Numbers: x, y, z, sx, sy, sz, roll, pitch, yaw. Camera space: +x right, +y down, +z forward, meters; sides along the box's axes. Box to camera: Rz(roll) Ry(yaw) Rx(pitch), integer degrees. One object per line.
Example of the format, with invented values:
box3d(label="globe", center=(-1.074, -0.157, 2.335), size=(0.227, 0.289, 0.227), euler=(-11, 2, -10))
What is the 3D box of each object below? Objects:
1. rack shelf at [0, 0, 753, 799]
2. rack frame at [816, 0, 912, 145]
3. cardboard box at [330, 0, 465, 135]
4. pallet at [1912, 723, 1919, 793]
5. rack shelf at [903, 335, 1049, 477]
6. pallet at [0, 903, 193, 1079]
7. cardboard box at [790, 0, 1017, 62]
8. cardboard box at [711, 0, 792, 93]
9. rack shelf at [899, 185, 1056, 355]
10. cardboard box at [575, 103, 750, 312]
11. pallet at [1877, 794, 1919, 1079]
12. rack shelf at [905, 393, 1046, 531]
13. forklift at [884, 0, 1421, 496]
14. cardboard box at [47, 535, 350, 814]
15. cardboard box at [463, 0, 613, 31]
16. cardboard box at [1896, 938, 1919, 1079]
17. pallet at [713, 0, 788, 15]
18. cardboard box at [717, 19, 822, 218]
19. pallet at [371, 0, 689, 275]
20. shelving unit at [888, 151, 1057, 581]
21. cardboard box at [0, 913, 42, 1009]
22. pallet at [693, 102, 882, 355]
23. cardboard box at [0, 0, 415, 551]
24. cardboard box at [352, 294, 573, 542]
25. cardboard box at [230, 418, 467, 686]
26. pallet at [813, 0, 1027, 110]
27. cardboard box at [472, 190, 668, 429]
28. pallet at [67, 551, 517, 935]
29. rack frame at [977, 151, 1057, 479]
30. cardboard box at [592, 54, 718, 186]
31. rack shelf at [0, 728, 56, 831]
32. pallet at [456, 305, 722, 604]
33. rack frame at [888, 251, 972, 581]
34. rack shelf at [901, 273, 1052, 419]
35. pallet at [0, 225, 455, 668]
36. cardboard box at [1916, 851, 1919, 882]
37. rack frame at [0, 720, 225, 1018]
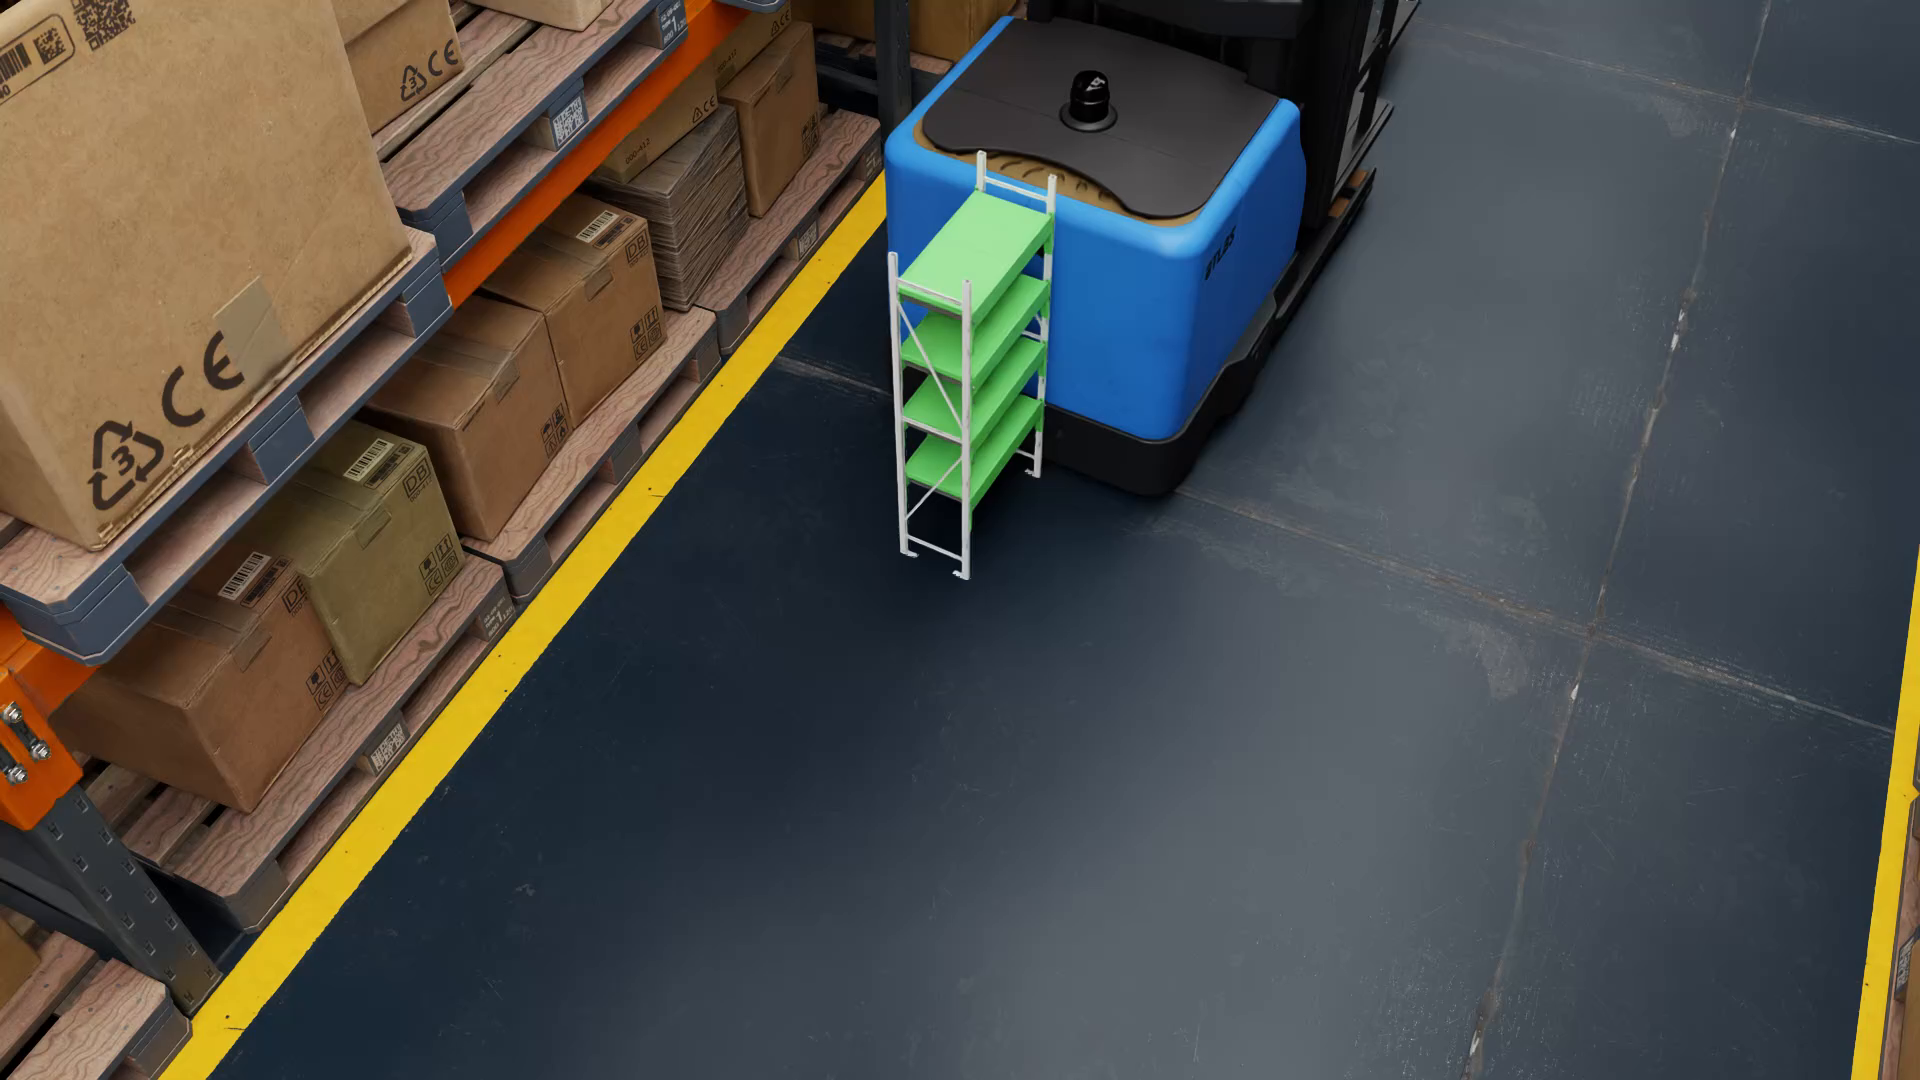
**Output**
box3d(label="rack shelf", center=(-1.520, -1.109, 4.697), size=(1.077, 0.370, 4.000), euler=(20, 52, 16))
box3d(label="rack frame", center=(-0.666, -2.719, 5.594), size=(1.000, 3.000, 0.127), euler=(20, 52, 16))
box3d(label="cardboard box", center=(-1.718, -1.358, 4.093), size=(0.797, 0.503, 0.637), euler=(25, 54, 20))
box3d(label="pallet", center=(3.370, 0.386, 4.783), size=(1.003, 0.211, 1.213), euler=(20, 52, 16))
box3d(label="rack shelf", center=(0.039, -0.433, 4.915), size=(0.258, 0.148, 0.480), euler=(23, 53, 18))
box3d(label="pallet", center=(-2.630, 1.413, 3.909), size=(1.003, 0.211, 1.213), euler=(20, 52, 16))
box3d(label="cardboard box", center=(-0.352, -2.635, 6.642), size=(1.225, 0.875, 0.875), euler=(18, 52, 14))
box3d(label="cardboard box", center=(-0.925, -1.824, 5.692), size=(0.500, 0.250, 0.500), euler=(22, 53, 18))
box3d(label="rack shelf", center=(0.039, -0.744, 4.549), size=(0.258, 0.148, 0.480), euler=(23, 53, 18))
box3d(label="cardboard box", center=(-1.160, -1.198, 5.652), size=(0.700, 0.500, 0.500), euler=(16, 51, 13))
box3d(label="pallet", center=(2.848, 1.223, 4.071), size=(1.003, 0.211, 1.213), euler=(20, 52, 16))
box3d(label="rack shelf", center=(0.039, -0.277, 5.097), size=(0.258, 0.148, 0.480), euler=(23, 53, 18))
box3d(label="forklift", center=(0.910, -2.218, 5.213), size=(1.130, 2.935, 3.031), euler=(23, 53, 18))
box3d(label="cardboard box", center=(-2.093, 0.287, 4.389), size=(0.700, 0.500, 0.500), euler=(16, 52, 13))
box3d(label="cardboard box", center=(-1.134, -1.576, 4.434), size=(0.396, 0.266, 0.258), euler=(18, 52, 15))
box3d(label="cardboard box", center=(2.666, 1.192, 3.468), size=(1.050, 0.750, 0.750), euler=(20, 52, 16))
box3d(label="pallet", center=(-0.874, -2.132, 5.220), size=(1.213, 0.211, 1.003), euler=(20, 52, 16))
box3d(label="cardboard box", center=(-0.934, -1.584, 5.981), size=(0.700, 0.500, 0.500), euler=(17, 52, 14))
box3d(label="pallet", center=(-1.475, -1.281, 4.496), size=(1.003, 0.211, 1.213), euler=(20, 52, 16))
box3d(label="shelving unit", center=(0.039, -0.474, 4.866), size=(0.258, 1.200, 0.503), euler=(23, 53, 18))
box3d(label="cardboard box", center=(-2.582, 0.971, 3.819), size=(0.500, 0.500, 0.500), euler=(18, 52, 15))
box3d(label="pallet", center=(-1.001, -1.278, 6.199), size=(1.003, 0.211, 1.213), euler=(20, 52, 16))
box3d(label="cardboard box", center=(-1.909, -0.797, 3.289), size=(1.000, 1.000, 1.000), euler=(20, 53, 16))
box3d(label="cardboard box", center=(-1.634, -0.421, 4.991), size=(0.700, 0.500, 0.500), euler=(16, 51, 13))
box3d(label="cardboard box", center=(-1.872, -0.036, 4.663), size=(0.700, 0.500, 0.500), euler=(20, 52, 16))
box3d(label="pallet", center=(-0.261, -2.334, 7.098), size=(1.003, 0.211, 1.213), euler=(20, 52, 16))
box3d(label="cardboard box", center=(-1.395, -0.805, 5.318), size=(0.700, 0.500, 0.500), euler=(24, 54, 19))
box3d(label="pallet", center=(-2.044, 0.402, 4.769), size=(1.003, 0.211, 1.213), euler=(20, 52, 16))
box3d(label="rack frame", center=(0.155, -0.638, 5.005), size=(0.240, 1.200, 0.015), euler=(23, 53, 18))
box3d(label="cardboard box", center=(-1.142, -1.455, 5.379), size=(0.500, 0.250, 0.500), euler=(25, 54, 20))
box3d(label="rack shelf", center=(-3.229, 1.645, 2.353), size=(1.077, 0.370, 4.000), euler=(20, 52, 16))
box3d(label="pallet", center=(-1.524, -0.441, 5.487), size=(1.003, 0.211, 1.213), euler=(20, 52, 16))
box3d(label="rack frame", center=(-0.078, -0.311, 4.727), size=(0.240, 1.200, 0.015), euler=(23, 53, 18))
box3d(label="rack shelf", center=(0.039, -0.589, 4.732), size=(0.258, 0.148, 0.480), euler=(23, 53, 18))
box3d(label="pallet", center=(-1.917, -0.382, 3.731), size=(1.003, 0.211, 1.213), euler=(20, 52, 16))
box3d(label="cardboard box", center=(3.064, 0.550, 4.014), size=(1.050, 0.750, 0.750), euler=(21, 53, 17))
box3d(label="rack frame", center=(-2.375, 0.035, 3.251), size=(1.000, 3.000, 0.127), euler=(20, 52, 16))
